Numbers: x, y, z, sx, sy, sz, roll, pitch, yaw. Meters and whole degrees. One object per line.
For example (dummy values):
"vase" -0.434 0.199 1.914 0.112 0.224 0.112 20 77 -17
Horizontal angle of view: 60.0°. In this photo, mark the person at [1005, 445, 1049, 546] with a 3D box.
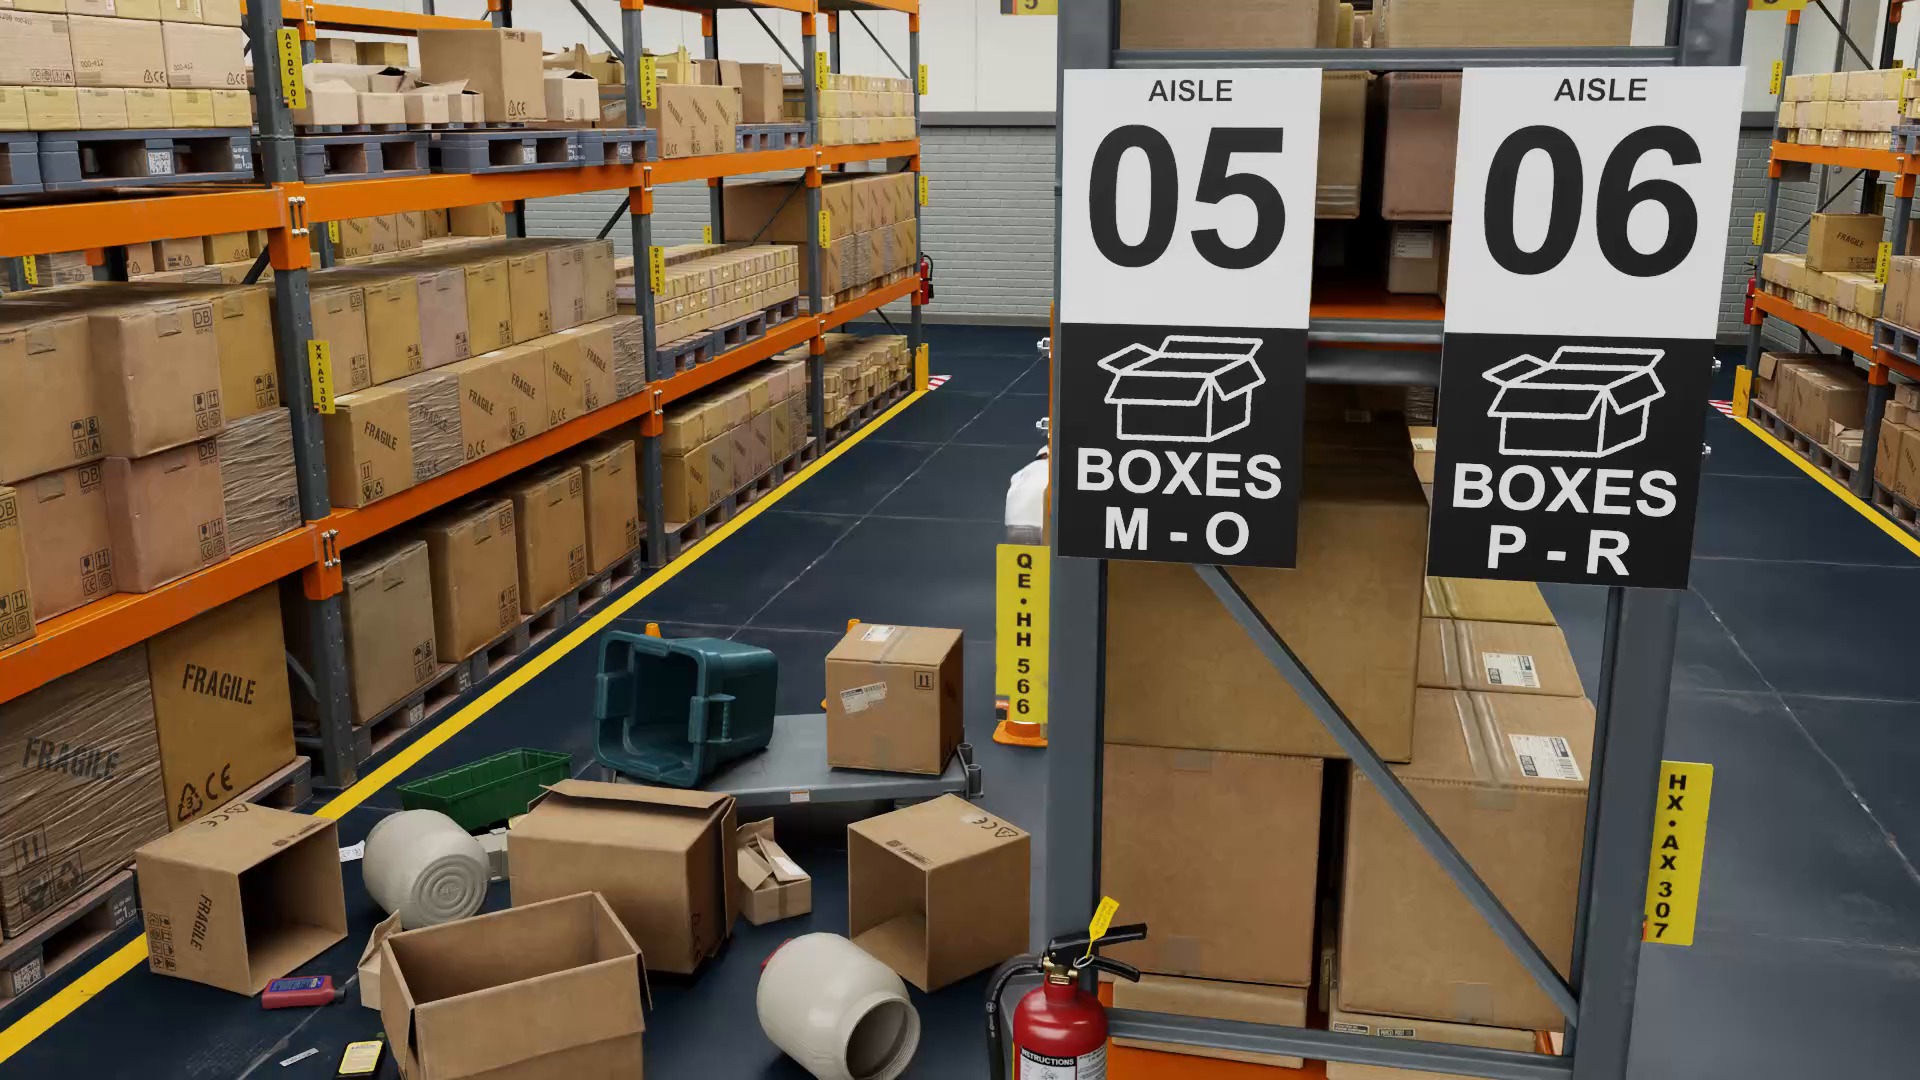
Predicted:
"person" 0.529 0.051 10.035 0.486 1.133 0.991 2 15 9
